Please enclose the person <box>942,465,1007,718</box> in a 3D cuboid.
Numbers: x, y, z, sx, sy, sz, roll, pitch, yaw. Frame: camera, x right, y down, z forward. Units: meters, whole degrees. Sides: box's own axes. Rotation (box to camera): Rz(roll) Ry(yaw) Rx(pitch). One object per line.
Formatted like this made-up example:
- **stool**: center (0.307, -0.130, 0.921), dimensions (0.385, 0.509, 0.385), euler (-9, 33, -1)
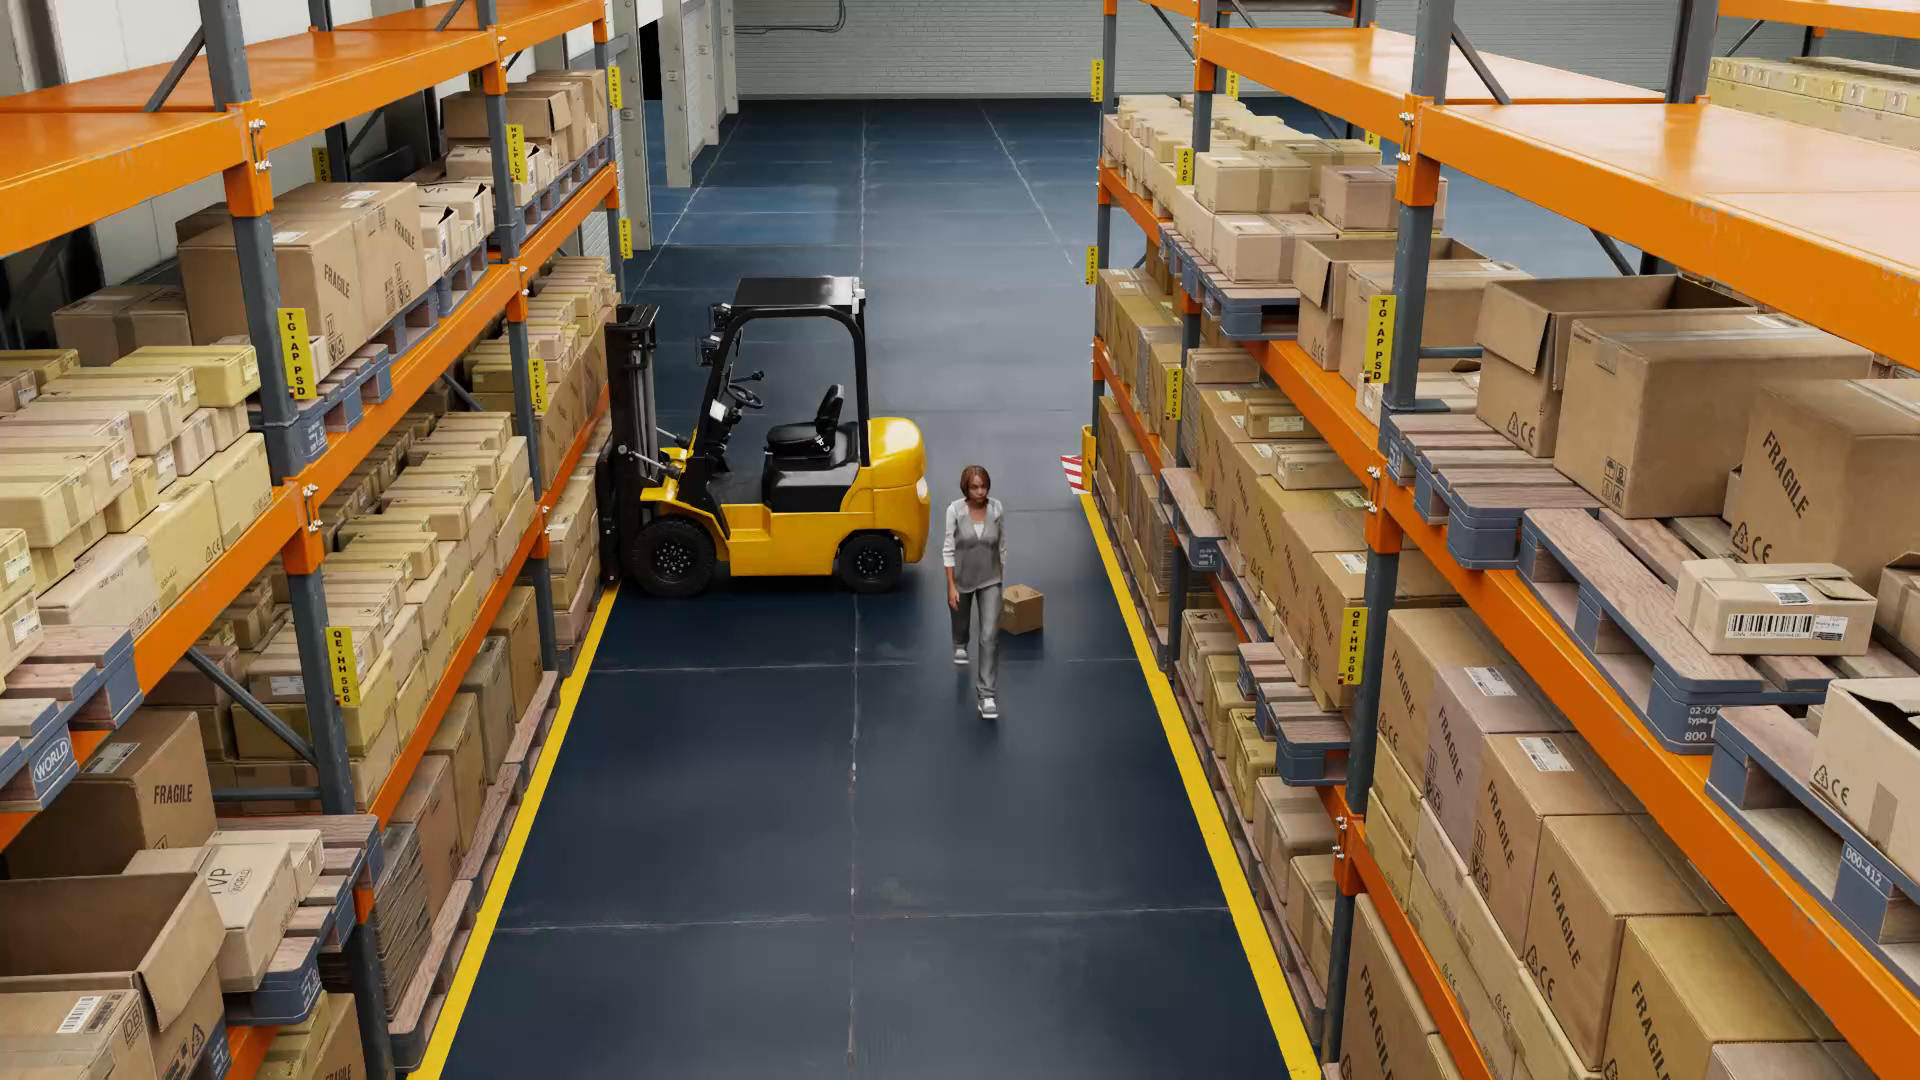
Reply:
- **person**: center (0.092, 0.262, 10.438), dimensions (0.409, 1.519, 0.956), euler (-1, 21, -4)
